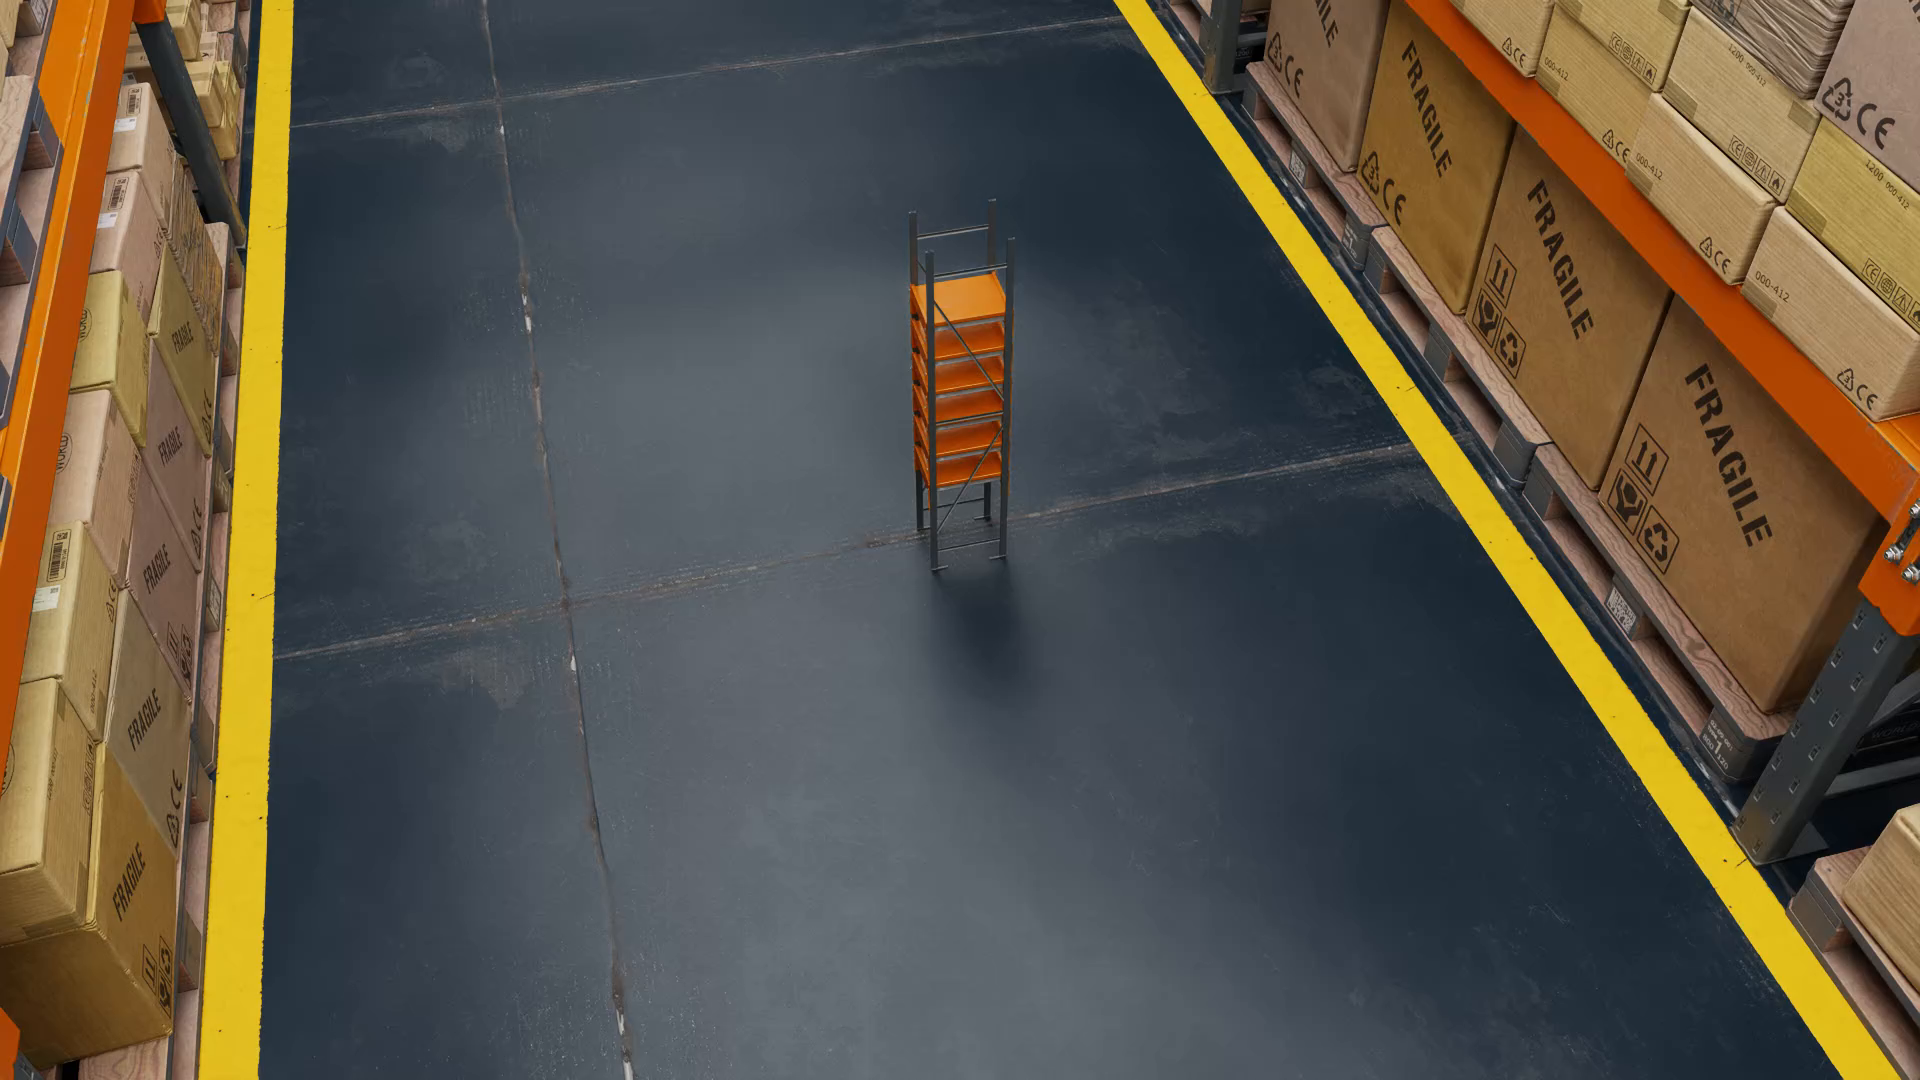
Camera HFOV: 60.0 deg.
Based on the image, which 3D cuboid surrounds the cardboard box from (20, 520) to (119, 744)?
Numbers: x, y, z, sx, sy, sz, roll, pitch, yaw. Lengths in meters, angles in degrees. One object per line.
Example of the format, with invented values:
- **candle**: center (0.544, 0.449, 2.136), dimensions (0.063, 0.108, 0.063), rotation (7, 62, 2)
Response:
- **cardboard box**: center (-2.264, 0.254, 3.831), dimensions (0.500, 0.250, 0.500), rotation (-11, 47, -11)

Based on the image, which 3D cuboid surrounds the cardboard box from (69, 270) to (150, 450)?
- **cardboard box**: center (-2.512, -0.449, 4.521), dimensions (0.500, 0.250, 0.500), rotation (-13, 47, -12)

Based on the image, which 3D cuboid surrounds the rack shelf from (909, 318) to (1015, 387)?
- **rack shelf**: center (0.004, -0.547, 4.672), dimensions (0.258, 0.103, 0.180), rotation (-11, 47, -10)

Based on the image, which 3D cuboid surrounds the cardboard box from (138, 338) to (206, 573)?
- **cardboard box**: center (-2.524, -0.200, 4.802), dimensions (0.500, 0.500, 0.500), rotation (-12, 47, -11)

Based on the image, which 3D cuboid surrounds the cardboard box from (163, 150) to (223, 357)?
- **cardboard box**: center (-2.782, -0.909, 5.497), dimensions (0.500, 0.500, 0.500), rotation (-12, 47, -11)

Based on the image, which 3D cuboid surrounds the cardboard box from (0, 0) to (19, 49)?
- **cardboard box**: center (-2.729, -1.398, 4.402), dimensions (0.380, 0.149, 0.250), rotation (-13, 47, -12)

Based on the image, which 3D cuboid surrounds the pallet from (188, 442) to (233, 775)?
- **pallet**: center (-2.699, 0.255, 4.852), dimensions (1.003, 0.211, 1.213), rotation (-11, 47, -10)

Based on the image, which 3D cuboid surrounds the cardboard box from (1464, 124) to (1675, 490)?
- **cardboard box**: center (2.247, -0.827, 5.154), dimensions (0.875, 0.875, 0.875), rotation (-10, 46, -10)

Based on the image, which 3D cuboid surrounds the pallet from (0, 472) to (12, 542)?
- **pallet**: center (-2.477, 0.254, 3.035), dimensions (1.213, 0.211, 1.003), rotation (-11, 47, -10)

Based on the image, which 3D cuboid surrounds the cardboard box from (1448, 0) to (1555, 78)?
- **cardboard box**: center (1.770, -1.612, 4.834), dimensions (0.500, 0.250, 0.500), rotation (-11, 47, -11)

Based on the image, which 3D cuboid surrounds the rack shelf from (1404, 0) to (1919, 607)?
- **rack shelf**: center (2.056, -1.444, 5.069), dimensions (1.077, 0.370, 4.000), rotation (-11, 47, -10)

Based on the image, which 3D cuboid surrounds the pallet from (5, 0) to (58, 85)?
- **pallet**: center (-3.160, -1.481, 4.735), dimensions (1.003, 0.211, 1.213), rotation (-11, 47, -10)

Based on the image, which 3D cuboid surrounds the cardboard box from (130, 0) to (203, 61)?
- **cardboard box**: center (-3.116, -1.936, 6.333), dimensions (0.380, 0.149, 0.250), rotation (-9, 46, -8)

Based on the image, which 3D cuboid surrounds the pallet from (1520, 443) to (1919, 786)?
- **pallet**: center (2.439, 0.103, 5.002), dimensions (1.003, 0.211, 1.213), rotation (-11, 47, -10)

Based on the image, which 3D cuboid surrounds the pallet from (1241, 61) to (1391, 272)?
- **pallet**: center (1.814, -1.582, 6.653), dimensions (1.003, 0.211, 1.213), rotation (-11, 47, -10)

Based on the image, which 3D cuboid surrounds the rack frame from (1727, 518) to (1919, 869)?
- **rack frame**: center (2.568, -0.315, 3.459), dimensions (1.000, 3.000, 0.127), rotation (-11, 47, -10)

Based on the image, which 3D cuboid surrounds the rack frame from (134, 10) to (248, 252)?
- **rack frame**: center (-3.215, -2.102, 5.210), dimensions (1.000, 3.000, 0.127), rotation (-11, 47, -10)

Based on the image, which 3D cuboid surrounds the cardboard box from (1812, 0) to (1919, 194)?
- **cardboard box**: center (2.183, -1.009, 3.369), dimensions (0.500, 0.500, 0.500), rotation (-12, 47, -11)

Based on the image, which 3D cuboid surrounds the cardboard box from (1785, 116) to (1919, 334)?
- **cardboard box**: center (2.198, -0.726, 3.616), dimensions (0.500, 0.250, 0.500), rotation (-11, 47, -10)

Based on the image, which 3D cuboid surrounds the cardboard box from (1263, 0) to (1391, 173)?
- **cardboard box**: center (1.780, -2.067, 6.369), dimensions (0.875, 0.875, 0.875), rotation (-9, 46, -9)

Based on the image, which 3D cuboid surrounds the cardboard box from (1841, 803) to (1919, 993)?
- **cardboard box**: center (2.703, 0.849, 3.863), dimensions (0.950, 0.372, 0.625), rotation (-14, 47, -13)

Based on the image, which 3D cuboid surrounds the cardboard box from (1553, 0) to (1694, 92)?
- **cardboard box**: center (1.913, -1.429, 4.305), dimensions (0.500, 0.250, 0.500), rotation (-12, 47, -11)

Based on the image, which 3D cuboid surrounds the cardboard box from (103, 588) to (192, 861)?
- **cardboard box**: center (-2.258, 0.506, 4.110), dimensions (0.500, 0.500, 0.500), rotation (-10, 46, -10)

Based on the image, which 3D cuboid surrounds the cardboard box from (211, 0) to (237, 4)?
- **cardboard box**: center (-3.369, -2.450, 7.253), dimensions (0.380, 0.149, 0.250), rotation (-12, 47, -11)

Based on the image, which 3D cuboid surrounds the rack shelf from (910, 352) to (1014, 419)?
- **rack shelf**: center (0.004, -0.463, 4.758), dimensions (0.258, 0.103, 0.180), rotation (-11, 47, -10)

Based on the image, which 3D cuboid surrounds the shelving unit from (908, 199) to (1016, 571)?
- **shelving unit**: center (0.004, -0.410, 4.812), dimensions (0.258, 1.200, 0.189), rotation (-11, 47, -10)

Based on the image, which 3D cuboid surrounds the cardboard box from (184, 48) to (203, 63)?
- **cardboard box**: center (-3.150, -1.822, 6.430), dimensions (0.380, 0.149, 0.250), rotation (-10, 46, -10)

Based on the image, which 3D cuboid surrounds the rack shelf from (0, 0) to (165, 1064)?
- **rack shelf**: center (-2.703, -0.470, 4.114), dimensions (1.077, 0.370, 4.000), rotation (-11, 47, -10)

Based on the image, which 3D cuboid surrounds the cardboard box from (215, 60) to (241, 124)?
- **cardboard box**: center (-3.066, -1.745, 6.562), dimensions (0.380, 0.149, 0.250), rotation (-9, 46, -9)

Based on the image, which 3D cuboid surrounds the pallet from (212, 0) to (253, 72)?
- **pallet**: center (-3.737, -2.427, 7.481), dimensions (1.003, 0.211, 1.213), rotation (-11, 47, -10)

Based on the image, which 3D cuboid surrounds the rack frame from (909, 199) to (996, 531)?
- **rack frame**: center (-0.020, -0.473, 4.874), dimensions (0.240, 1.200, 0.006), rotation (-11, 47, -10)

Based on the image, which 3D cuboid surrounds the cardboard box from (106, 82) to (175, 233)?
- **cardboard box**: center (-2.780, -1.169, 5.226), dimensions (0.500, 0.250, 0.500), rotation (-12, 47, -11)

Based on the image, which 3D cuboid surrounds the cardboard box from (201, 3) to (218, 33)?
- **cardboard box**: center (-3.293, -2.073, 6.884), dimensions (0.380, 0.149, 0.250), rotation (-12, 47, -11)

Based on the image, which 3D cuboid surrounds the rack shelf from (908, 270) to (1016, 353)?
- **rack shelf**: center (0.004, -0.631, 4.586), dimensions (0.258, 0.103, 0.180), rotation (-11, 47, -10)

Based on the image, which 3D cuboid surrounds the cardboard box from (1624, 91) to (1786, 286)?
- **cardboard box**: center (2.042, -0.914, 4.151), dimensions (0.500, 0.250, 0.500), rotation (-10, 46, -10)
